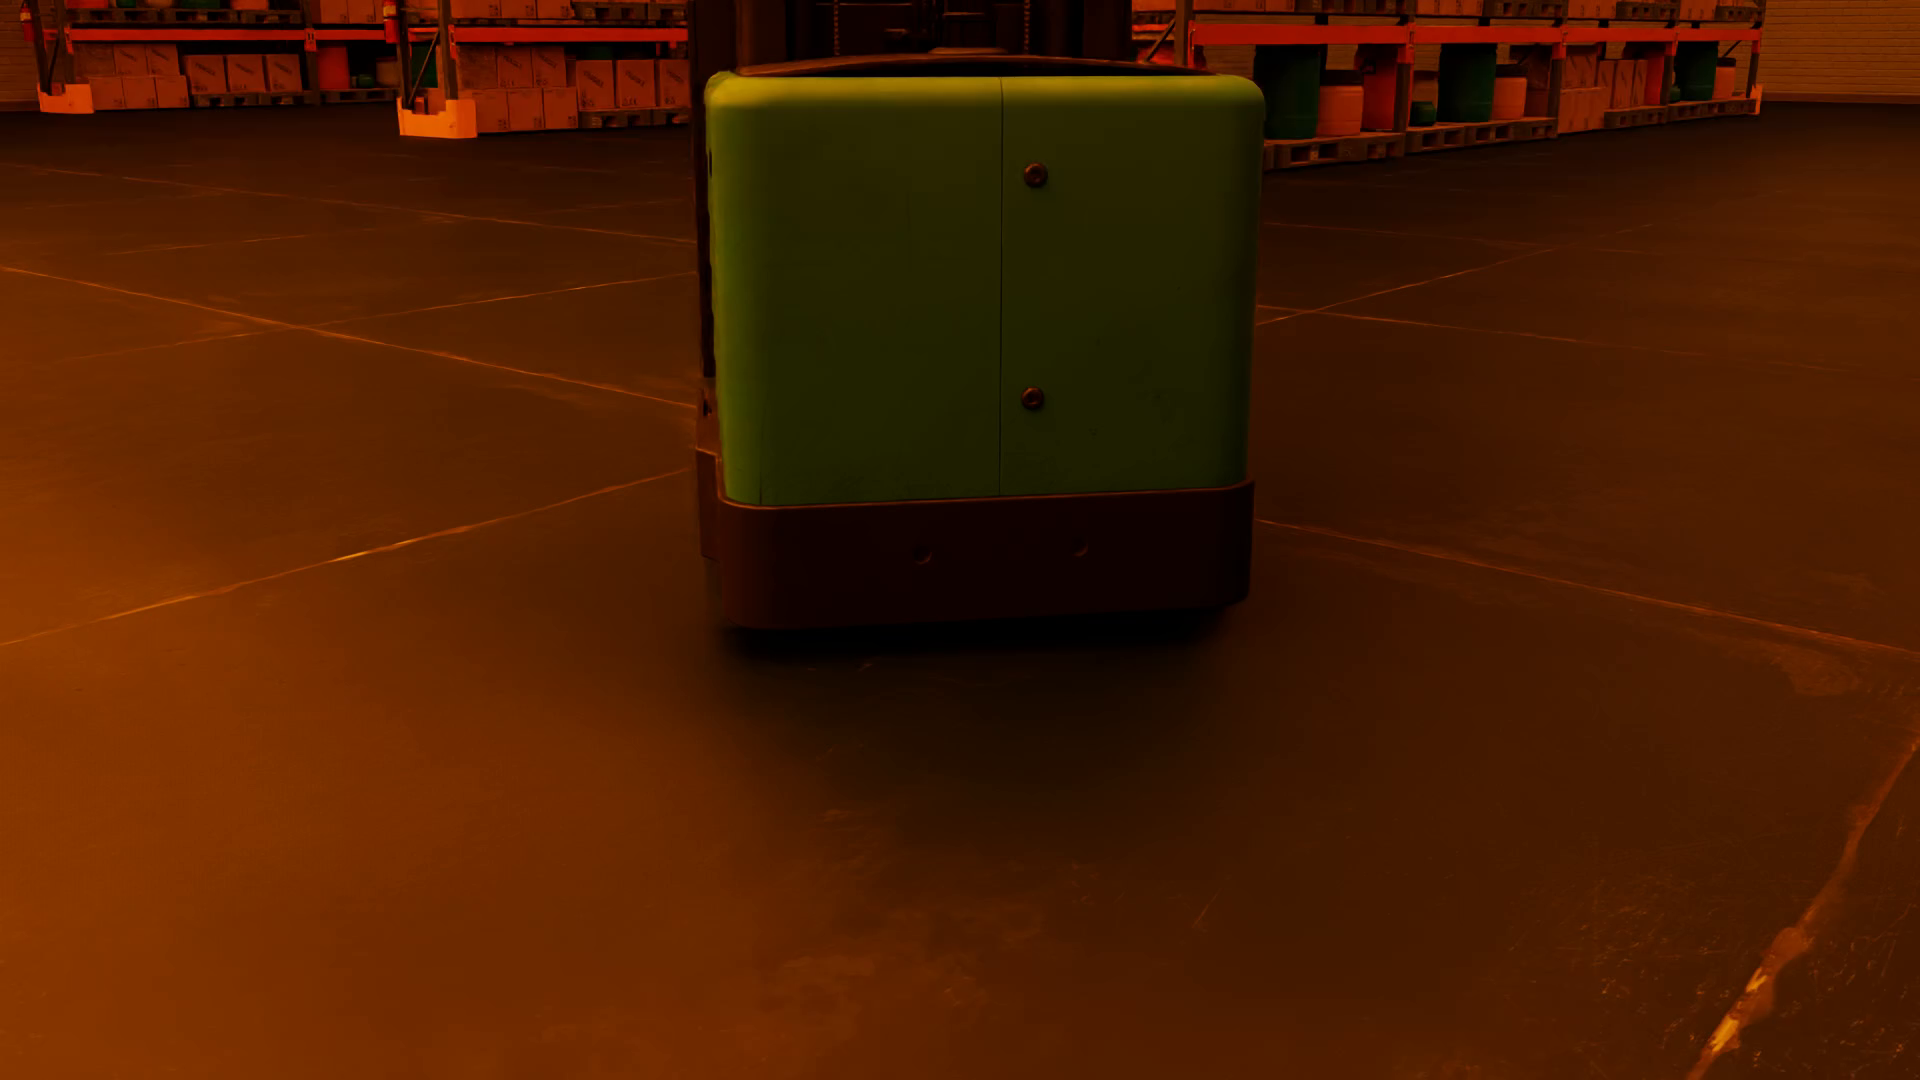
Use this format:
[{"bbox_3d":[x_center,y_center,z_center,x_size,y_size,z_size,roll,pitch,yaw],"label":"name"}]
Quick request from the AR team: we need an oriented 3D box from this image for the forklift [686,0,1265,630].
[{"bbox_3d":[-0.160,-1.617,4.221,1.130,2.935,3.031,-3,17,-9],"label":"forklift"}]
